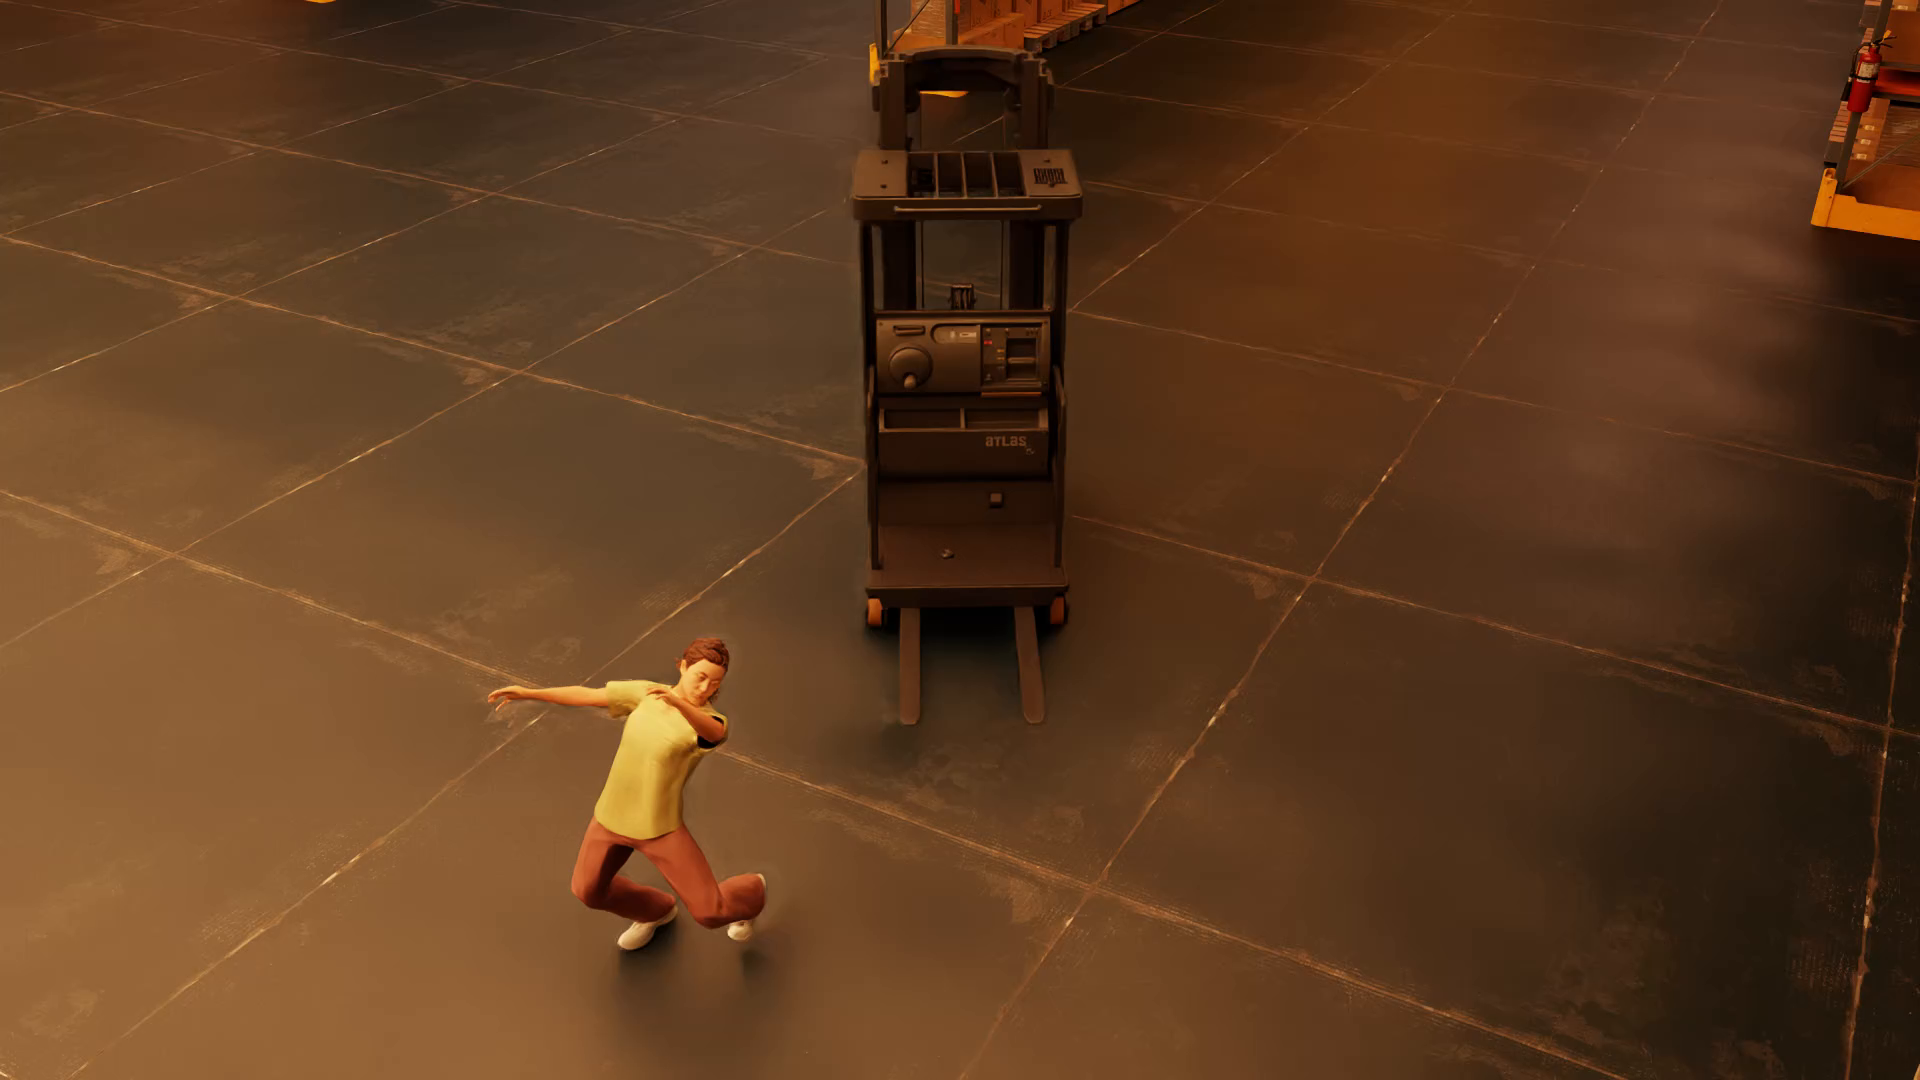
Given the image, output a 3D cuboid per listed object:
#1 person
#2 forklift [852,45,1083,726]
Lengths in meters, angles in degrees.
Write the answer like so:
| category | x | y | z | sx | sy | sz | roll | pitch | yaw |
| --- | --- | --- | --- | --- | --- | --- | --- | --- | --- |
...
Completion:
| category | x | y | z | sx | sy | sz | roll | pitch | yaw |
| --- | --- | --- | --- | --- | --- | --- | --- | --- | --- |
| person | -1.308 | 1.011 | 6.707 | 0.986 | 1.525 | 0.640 | 9 | 31 | 16 |
| forklift | 0.027 | -0.946 | 8.711 | 1.130 | 2.935 | 3.031 | -1 | 30 | -1 |
